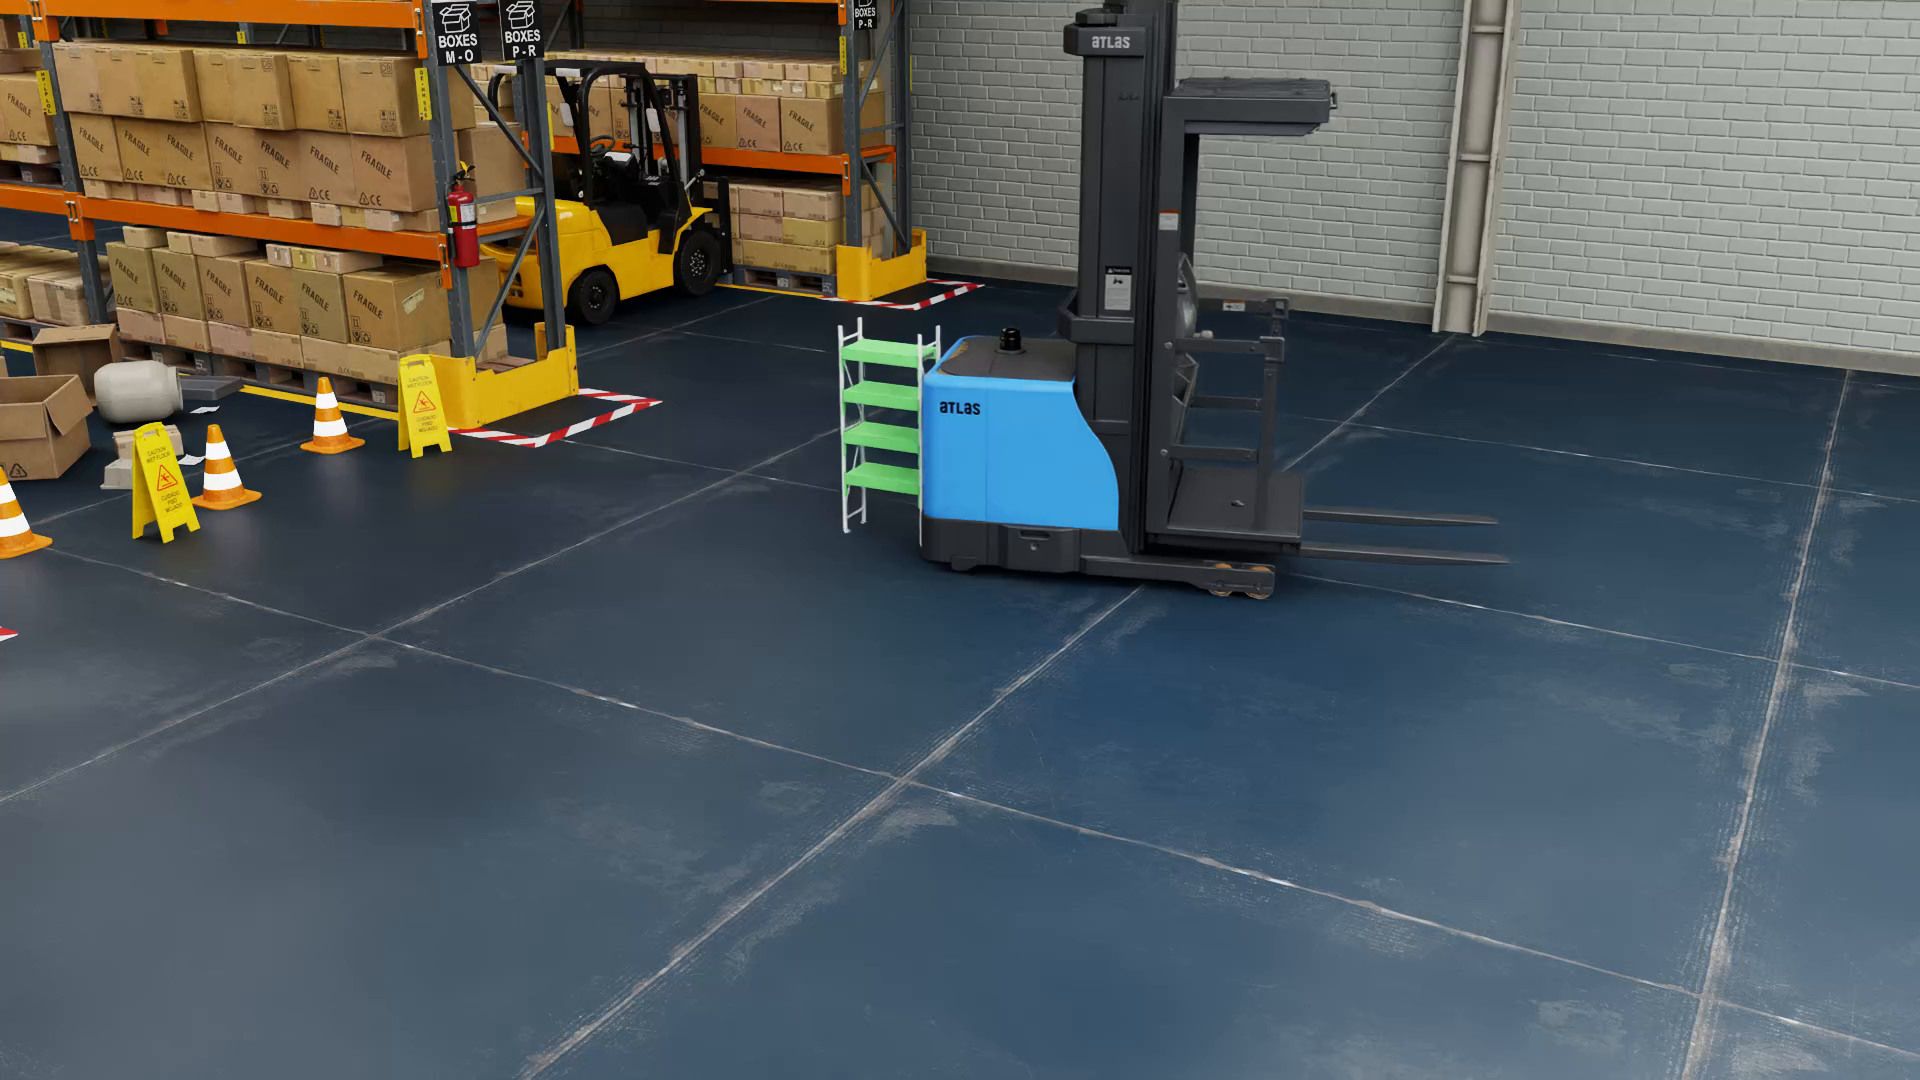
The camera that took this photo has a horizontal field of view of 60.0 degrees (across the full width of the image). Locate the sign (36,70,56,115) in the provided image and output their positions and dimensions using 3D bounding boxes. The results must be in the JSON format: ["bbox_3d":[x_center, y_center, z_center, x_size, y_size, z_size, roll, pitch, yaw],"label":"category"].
[{"bbox_3d":[-6.942,-3.396,12.631,0.005,0.325,0.100,11,23,27],"label":"sign"}]

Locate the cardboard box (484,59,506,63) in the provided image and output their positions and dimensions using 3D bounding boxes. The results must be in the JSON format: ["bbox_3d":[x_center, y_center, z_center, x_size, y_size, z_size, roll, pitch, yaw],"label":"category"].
[{"bbox_3d":[-4.885,-5.072,17.852,0.250,0.149,0.380,11,23,27],"label":"cardboard box"}]

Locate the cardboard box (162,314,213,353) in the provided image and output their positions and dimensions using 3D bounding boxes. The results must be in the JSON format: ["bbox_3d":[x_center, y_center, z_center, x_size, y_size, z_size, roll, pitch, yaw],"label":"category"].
[{"bbox_3d":[-5.819,-1.659,12.955,0.500,0.250,0.500,12,23,30],"label":"cardboard box"}]

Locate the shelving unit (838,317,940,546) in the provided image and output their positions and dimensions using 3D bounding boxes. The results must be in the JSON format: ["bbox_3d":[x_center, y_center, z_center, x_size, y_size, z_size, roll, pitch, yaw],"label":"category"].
[{"bbox_3d":[-0.385,-0.603,9.269,0.503,1.200,0.258,9,22,24],"label":"shelving unit"}]

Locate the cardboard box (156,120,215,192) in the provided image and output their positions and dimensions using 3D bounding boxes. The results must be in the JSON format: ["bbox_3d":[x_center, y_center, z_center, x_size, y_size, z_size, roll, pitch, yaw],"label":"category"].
[{"bbox_3d":[-5.544,-2.885,12.336,0.500,0.500,0.500,11,22,27],"label":"cardboard box"}]

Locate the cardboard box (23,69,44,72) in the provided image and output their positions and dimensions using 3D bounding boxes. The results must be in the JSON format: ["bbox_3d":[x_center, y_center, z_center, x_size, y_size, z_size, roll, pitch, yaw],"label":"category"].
[{"bbox_3d":[-7.381,-3.649,13.826,0.500,0.500,0.500,11,23,27],"label":"cardboard box"}]

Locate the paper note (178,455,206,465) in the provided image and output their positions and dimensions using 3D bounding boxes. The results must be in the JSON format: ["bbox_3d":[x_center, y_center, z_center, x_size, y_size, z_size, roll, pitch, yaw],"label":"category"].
[{"bbox_3d":[-4.978,-0.521,10.758,0.142,0.019,0.148,3,20,9],"label":"paper note"}]

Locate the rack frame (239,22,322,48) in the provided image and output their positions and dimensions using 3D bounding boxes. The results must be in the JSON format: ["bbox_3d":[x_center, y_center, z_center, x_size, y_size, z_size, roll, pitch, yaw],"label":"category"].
[{"bbox_3d":[-7.749,-5.161,19.195,0.127,3.000,1.000,11,23,27],"label":"rack frame"}]

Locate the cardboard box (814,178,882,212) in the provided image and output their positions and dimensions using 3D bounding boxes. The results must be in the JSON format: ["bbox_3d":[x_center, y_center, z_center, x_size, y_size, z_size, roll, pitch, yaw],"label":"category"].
[{"bbox_3d":[-1.092,-3.342,16.130,0.500,0.250,0.500,10,22,26],"label":"cardboard box"}]

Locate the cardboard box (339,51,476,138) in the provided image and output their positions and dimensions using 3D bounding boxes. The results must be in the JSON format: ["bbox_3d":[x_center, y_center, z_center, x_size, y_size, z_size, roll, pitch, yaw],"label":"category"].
[{"bbox_3d":[-3.734,-3.029,11.269,0.500,0.500,0.700,10,22,26],"label":"cardboard box"}]

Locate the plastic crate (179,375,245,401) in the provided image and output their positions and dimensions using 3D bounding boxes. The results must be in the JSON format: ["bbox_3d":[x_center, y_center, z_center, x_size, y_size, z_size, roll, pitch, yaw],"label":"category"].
[{"bbox_3d":[-5.703,-1.140,12.391,0.583,0.080,0.402,3,20,9],"label":"plastic crate"}]

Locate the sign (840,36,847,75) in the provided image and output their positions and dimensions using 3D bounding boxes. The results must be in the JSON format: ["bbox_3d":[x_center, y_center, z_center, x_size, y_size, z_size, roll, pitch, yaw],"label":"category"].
[{"bbox_3d":[-1.041,-4.327,14.850,0.005,0.325,0.100,11,23,27],"label":"sign"}]

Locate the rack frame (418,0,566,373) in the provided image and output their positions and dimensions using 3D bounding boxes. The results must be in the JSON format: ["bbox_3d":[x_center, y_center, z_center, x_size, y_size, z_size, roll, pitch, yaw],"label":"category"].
[{"bbox_3d":[-3.182,-2.353,11.452,0.127,3.000,1.000,11,23,27],"label":"rack frame"}]

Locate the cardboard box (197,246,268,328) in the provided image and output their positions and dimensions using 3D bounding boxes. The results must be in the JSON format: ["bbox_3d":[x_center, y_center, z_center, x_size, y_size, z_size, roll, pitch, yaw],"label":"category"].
[{"bbox_3d":[-5.366,-1.924,12.588,0.500,0.500,0.500,12,23,30],"label":"cardboard box"}]

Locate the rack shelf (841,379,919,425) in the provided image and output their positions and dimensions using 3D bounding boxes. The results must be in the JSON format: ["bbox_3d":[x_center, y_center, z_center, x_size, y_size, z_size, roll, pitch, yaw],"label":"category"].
[{"bbox_3d":[-0.385,-0.769,9.209,0.480,0.148,0.258,9,22,24],"label":"rack shelf"}]

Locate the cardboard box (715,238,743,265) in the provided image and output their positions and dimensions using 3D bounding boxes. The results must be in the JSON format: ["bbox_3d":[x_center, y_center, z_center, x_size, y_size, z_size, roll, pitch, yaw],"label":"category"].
[{"bbox_3d":[-2.191,-2.891,16.353,0.500,0.250,0.500,11,23,28],"label":"cardboard box"}]

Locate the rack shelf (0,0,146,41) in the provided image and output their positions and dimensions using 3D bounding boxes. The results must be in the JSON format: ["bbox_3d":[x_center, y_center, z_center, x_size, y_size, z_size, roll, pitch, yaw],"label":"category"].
[{"bbox_3d":[-8.420,-4.422,13.814,4.000,0.370,1.077,11,23,27],"label":"rack shelf"}]

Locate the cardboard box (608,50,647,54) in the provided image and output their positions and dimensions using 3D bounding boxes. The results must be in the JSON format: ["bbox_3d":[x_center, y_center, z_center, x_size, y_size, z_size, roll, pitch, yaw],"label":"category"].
[{"bbox_3d":[-3.394,-4.931,17.025,0.250,0.149,0.380,11,22,27],"label":"cardboard box"}]

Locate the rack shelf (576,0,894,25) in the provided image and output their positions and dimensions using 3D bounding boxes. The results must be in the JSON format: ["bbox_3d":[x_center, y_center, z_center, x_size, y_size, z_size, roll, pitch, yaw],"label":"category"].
[{"bbox_3d":[-2.510,-5.235,16.055,4.000,0.370,1.077,11,23,27],"label":"rack shelf"}]

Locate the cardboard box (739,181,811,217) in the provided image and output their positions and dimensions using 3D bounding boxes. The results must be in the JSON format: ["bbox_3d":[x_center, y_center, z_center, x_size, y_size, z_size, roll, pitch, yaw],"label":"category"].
[{"bbox_3d":[-1.767,-3.273,15.938,0.500,0.250,0.500,11,23,28],"label":"cardboard box"}]

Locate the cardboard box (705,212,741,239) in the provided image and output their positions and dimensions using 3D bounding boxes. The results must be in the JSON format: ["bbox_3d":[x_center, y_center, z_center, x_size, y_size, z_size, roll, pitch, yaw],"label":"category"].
[{"bbox_3d":[-2.235,-3.125,16.264,0.500,0.250,0.500,10,22,26],"label":"cardboard box"}]

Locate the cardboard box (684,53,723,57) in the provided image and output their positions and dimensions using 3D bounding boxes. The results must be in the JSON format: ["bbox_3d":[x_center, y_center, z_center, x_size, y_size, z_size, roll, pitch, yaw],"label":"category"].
[{"bbox_3d":[-2.522,-4.751,16.529,0.250,0.149,0.380,12,23,29],"label":"cardboard box"}]

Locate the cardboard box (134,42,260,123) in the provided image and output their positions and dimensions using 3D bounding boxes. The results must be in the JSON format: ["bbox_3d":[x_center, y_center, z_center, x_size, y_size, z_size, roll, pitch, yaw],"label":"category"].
[{"bbox_3d":[-5.535,-3.354,12.163,0.500,0.500,0.700,10,22,26],"label":"cardboard box"}]

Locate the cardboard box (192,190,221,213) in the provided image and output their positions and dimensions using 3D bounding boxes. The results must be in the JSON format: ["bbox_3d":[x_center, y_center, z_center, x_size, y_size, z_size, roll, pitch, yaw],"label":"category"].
[{"bbox_3d":[-5.443,-2.536,12.327,0.250,0.149,0.380,11,23,28],"label":"cardboard box"}]

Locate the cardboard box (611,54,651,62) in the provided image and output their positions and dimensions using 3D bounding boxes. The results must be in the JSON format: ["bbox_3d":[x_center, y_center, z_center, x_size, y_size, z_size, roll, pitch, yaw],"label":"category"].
[{"bbox_3d":[-3.209,-4.682,16.339,0.250,0.149,0.380,10,22,26],"label":"cardboard box"}]

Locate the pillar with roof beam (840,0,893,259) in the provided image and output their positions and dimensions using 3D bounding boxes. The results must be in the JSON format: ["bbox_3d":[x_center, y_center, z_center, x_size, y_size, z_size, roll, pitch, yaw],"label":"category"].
[{"bbox_3d":[-3.032,-5.754,12.030,0.400,9.000,9.100,11,23,27],"label":"pillar with roof beam"}]

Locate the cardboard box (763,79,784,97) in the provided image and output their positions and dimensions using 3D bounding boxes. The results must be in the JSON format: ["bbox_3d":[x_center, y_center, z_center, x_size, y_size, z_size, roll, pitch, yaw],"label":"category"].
[{"bbox_3d":[-1.638,-4.252,15.591,0.250,0.149,0.380,11,23,28],"label":"cardboard box"}]

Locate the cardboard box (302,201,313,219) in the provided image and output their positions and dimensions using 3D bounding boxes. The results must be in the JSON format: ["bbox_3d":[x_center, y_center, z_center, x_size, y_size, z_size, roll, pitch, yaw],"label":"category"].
[{"bbox_3d":[-4.496,-2.409,11.977,0.250,0.149,0.380,11,23,28],"label":"cardboard box"}]

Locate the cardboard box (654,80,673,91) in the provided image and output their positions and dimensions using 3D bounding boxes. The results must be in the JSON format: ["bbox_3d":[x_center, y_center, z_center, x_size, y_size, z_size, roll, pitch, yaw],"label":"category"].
[{"bbox_3d":[-2.766,-4.454,16.146,0.250,0.149,0.380,10,22,26],"label":"cardboard box"}]

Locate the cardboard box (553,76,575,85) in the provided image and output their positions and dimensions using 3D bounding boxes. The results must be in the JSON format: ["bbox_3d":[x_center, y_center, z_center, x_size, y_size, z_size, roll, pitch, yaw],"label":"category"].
[{"bbox_3d":[-3.880,-4.674,16.754,0.250,0.149,0.380,11,23,29],"label":"cardboard box"}]

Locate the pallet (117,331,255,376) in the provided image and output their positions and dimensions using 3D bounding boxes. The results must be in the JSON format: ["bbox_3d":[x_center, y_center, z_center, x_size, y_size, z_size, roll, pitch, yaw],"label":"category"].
[{"bbox_3d":[-6.070,-1.606,13.482,1.213,0.211,1.003,11,23,27],"label":"pallet"}]

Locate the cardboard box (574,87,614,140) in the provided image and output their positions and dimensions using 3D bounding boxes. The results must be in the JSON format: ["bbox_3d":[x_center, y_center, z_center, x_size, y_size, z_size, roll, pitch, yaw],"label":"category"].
[{"bbox_3d":[-3.534,-4.310,16.701,0.500,0.500,0.500,11,23,28],"label":"cardboard box"}]

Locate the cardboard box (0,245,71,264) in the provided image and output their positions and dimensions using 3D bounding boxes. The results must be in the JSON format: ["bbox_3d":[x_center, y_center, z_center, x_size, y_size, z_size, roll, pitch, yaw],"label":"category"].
[{"bbox_3d":[-8.370,-2.300,14.545,0.625,0.372,0.950,12,23,29],"label":"cardboard box"}]

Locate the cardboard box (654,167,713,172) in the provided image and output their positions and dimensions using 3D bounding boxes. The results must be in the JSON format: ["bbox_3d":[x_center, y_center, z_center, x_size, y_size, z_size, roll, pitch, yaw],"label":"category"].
[{"bbox_3d":[-2.848,-3.679,17.058,0.500,0.250,0.500,11,23,28],"label":"cardboard box"}]

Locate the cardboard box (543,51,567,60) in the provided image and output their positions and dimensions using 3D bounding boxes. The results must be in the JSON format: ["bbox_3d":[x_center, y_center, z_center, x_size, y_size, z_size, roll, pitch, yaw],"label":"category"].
[{"bbox_3d":[-4.123,-4.847,16.793,0.250,0.149,0.380,11,23,28],"label":"cardboard box"}]

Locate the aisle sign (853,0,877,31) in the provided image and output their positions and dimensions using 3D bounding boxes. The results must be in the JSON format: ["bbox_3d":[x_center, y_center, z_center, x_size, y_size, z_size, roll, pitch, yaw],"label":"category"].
[{"bbox_3d":[-0.850,-4.955,14.813,0.004,0.787,0.394,11,23,27],"label":"aisle sign"}]

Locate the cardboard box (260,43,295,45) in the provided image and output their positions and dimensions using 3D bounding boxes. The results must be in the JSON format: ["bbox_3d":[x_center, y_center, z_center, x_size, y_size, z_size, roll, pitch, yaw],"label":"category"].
[{"bbox_3d":[-8.122,-5.538,19.470,0.500,0.500,0.500,12,23,30],"label":"cardboard box"}]

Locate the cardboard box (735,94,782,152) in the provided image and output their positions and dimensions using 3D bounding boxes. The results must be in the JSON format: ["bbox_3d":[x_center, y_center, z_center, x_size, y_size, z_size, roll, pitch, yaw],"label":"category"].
[{"bbox_3d":[-1.771,-3.971,15.766,0.500,0.500,0.500,12,23,29],"label":"cardboard box"}]

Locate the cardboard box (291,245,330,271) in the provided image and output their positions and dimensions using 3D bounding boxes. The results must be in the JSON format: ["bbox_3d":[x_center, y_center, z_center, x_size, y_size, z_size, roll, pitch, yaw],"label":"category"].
[{"bbox_3d":[-4.580,-2.054,11.995,0.250,0.149,0.380,11,23,28],"label":"cardboard box"}]

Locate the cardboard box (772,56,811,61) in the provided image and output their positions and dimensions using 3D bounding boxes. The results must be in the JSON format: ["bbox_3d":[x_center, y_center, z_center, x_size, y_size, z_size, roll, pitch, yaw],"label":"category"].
[{"bbox_3d":[-1.612,-4.581,16.061,0.250,0.149,0.380,11,23,28],"label":"cardboard box"}]

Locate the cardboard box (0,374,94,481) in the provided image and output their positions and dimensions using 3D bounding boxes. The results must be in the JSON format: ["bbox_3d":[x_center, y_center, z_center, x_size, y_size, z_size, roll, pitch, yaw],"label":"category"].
[{"bbox_3d":[-5.950,-0.717,10.605,0.637,0.503,0.797,-4,20,-10],"label":"cardboard box"}]

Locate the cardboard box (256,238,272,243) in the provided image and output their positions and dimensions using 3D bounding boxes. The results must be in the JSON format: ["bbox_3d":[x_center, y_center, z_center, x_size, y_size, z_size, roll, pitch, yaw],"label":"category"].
[{"bbox_3d":[-5.582,-2.173,13.272,0.500,0.500,0.500,11,23,28],"label":"cardboard box"}]

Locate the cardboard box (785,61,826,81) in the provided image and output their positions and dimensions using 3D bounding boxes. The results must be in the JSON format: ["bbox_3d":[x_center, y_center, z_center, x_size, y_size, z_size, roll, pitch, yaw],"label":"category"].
[{"bbox_3d":[-1.410,-4.351,15.428,0.250,0.149,0.380,11,23,27],"label":"cardboard box"}]

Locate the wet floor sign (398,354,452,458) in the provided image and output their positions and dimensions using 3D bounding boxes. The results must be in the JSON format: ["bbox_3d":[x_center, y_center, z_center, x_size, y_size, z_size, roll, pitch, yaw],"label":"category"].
[{"bbox_3d":[-3.538,-0.896,10.888,0.267,0.644,0.232,-16,26,-38],"label":"wet floor sign"}]

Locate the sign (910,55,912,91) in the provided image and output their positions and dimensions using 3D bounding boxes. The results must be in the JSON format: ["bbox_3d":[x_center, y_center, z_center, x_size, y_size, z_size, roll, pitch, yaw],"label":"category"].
[{"bbox_3d":[-0.489,-4.439,15.819,0.005,0.325,0.100,11,23,27],"label":"sign"}]

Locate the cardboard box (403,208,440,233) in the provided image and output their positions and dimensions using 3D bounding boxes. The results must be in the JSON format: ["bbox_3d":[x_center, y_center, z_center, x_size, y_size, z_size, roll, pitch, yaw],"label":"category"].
[{"bbox_3d":[-3.613,-2.233,11.491,0.250,0.149,0.380,12,23,29],"label":"cardboard box"}]

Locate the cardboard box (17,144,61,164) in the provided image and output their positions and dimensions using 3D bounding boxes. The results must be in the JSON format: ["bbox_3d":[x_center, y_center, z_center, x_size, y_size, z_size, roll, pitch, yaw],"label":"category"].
[{"bbox_3d":[-7.258,-3.100,13.266,0.250,0.149,0.380,11,23,28],"label":"cardboard box"}]

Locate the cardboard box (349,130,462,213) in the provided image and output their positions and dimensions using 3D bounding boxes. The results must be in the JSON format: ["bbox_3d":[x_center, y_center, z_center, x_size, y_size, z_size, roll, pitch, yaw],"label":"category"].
[{"bbox_3d":[-3.790,-2.548,11.407,0.500,0.500,0.500,10,22,26],"label":"cardboard box"}]

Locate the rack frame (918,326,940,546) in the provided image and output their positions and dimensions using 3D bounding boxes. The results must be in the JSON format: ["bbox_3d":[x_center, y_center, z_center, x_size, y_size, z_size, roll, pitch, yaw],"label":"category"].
[{"bbox_3d":[-0.165,-0.567,9.169,0.015,1.200,0.240,9,22,24],"label":"rack frame"}]

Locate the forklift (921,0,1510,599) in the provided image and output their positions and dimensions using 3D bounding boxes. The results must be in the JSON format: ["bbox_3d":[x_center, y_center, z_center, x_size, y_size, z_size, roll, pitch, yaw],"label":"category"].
[{"bbox_3d":[1.363,-1.273,8.575,3.031,2.935,1.130,4,20,11],"label":"forklift"}]

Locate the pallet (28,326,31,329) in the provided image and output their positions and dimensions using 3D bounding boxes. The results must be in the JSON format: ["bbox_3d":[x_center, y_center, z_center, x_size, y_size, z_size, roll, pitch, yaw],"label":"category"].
[{"bbox_3d":[-8.424,-2.039,14.675,1.213,0.211,1.003,11,23,27],"label":"pallet"}]

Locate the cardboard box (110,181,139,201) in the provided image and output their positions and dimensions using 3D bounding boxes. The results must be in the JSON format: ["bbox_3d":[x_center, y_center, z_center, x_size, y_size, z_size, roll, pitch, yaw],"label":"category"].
[{"bbox_3d":[-6.310,-2.725,12.848,0.250,0.149,0.380,12,23,29],"label":"cardboard box"}]

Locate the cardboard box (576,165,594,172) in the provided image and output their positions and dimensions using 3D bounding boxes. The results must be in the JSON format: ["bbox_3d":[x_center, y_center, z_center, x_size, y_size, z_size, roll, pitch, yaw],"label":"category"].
[{"bbox_3d":[-3.987,-3.697,17.109,0.500,0.250,0.500,10,22,26],"label":"cardboard box"}]

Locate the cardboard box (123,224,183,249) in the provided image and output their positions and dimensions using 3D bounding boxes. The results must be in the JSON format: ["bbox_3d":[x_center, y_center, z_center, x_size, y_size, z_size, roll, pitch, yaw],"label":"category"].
[{"bbox_3d":[-6.211,-2.363,12.846,0.250,0.149,0.380,11,23,28],"label":"cardboard box"}]

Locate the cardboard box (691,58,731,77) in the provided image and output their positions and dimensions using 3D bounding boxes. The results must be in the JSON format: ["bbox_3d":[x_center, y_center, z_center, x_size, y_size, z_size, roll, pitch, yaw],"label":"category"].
[{"bbox_3d":[-2.343,-4.502,15.843,0.250,0.149,0.380,11,23,28],"label":"cardboard box"}]

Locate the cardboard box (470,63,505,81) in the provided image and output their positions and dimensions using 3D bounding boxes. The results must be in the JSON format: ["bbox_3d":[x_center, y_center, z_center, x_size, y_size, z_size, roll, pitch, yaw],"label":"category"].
[{"bbox_3d":[-4.897,-4.876,17.311,0.250,0.149,0.380,10,22,27],"label":"cardboard box"}]

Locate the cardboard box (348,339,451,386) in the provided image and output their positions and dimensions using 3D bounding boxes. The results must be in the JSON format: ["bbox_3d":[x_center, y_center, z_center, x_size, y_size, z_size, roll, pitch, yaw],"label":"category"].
[{"bbox_3d":[-4.040,-1.316,12.010,0.500,0.250,0.500,11,23,27],"label":"cardboard box"}]
